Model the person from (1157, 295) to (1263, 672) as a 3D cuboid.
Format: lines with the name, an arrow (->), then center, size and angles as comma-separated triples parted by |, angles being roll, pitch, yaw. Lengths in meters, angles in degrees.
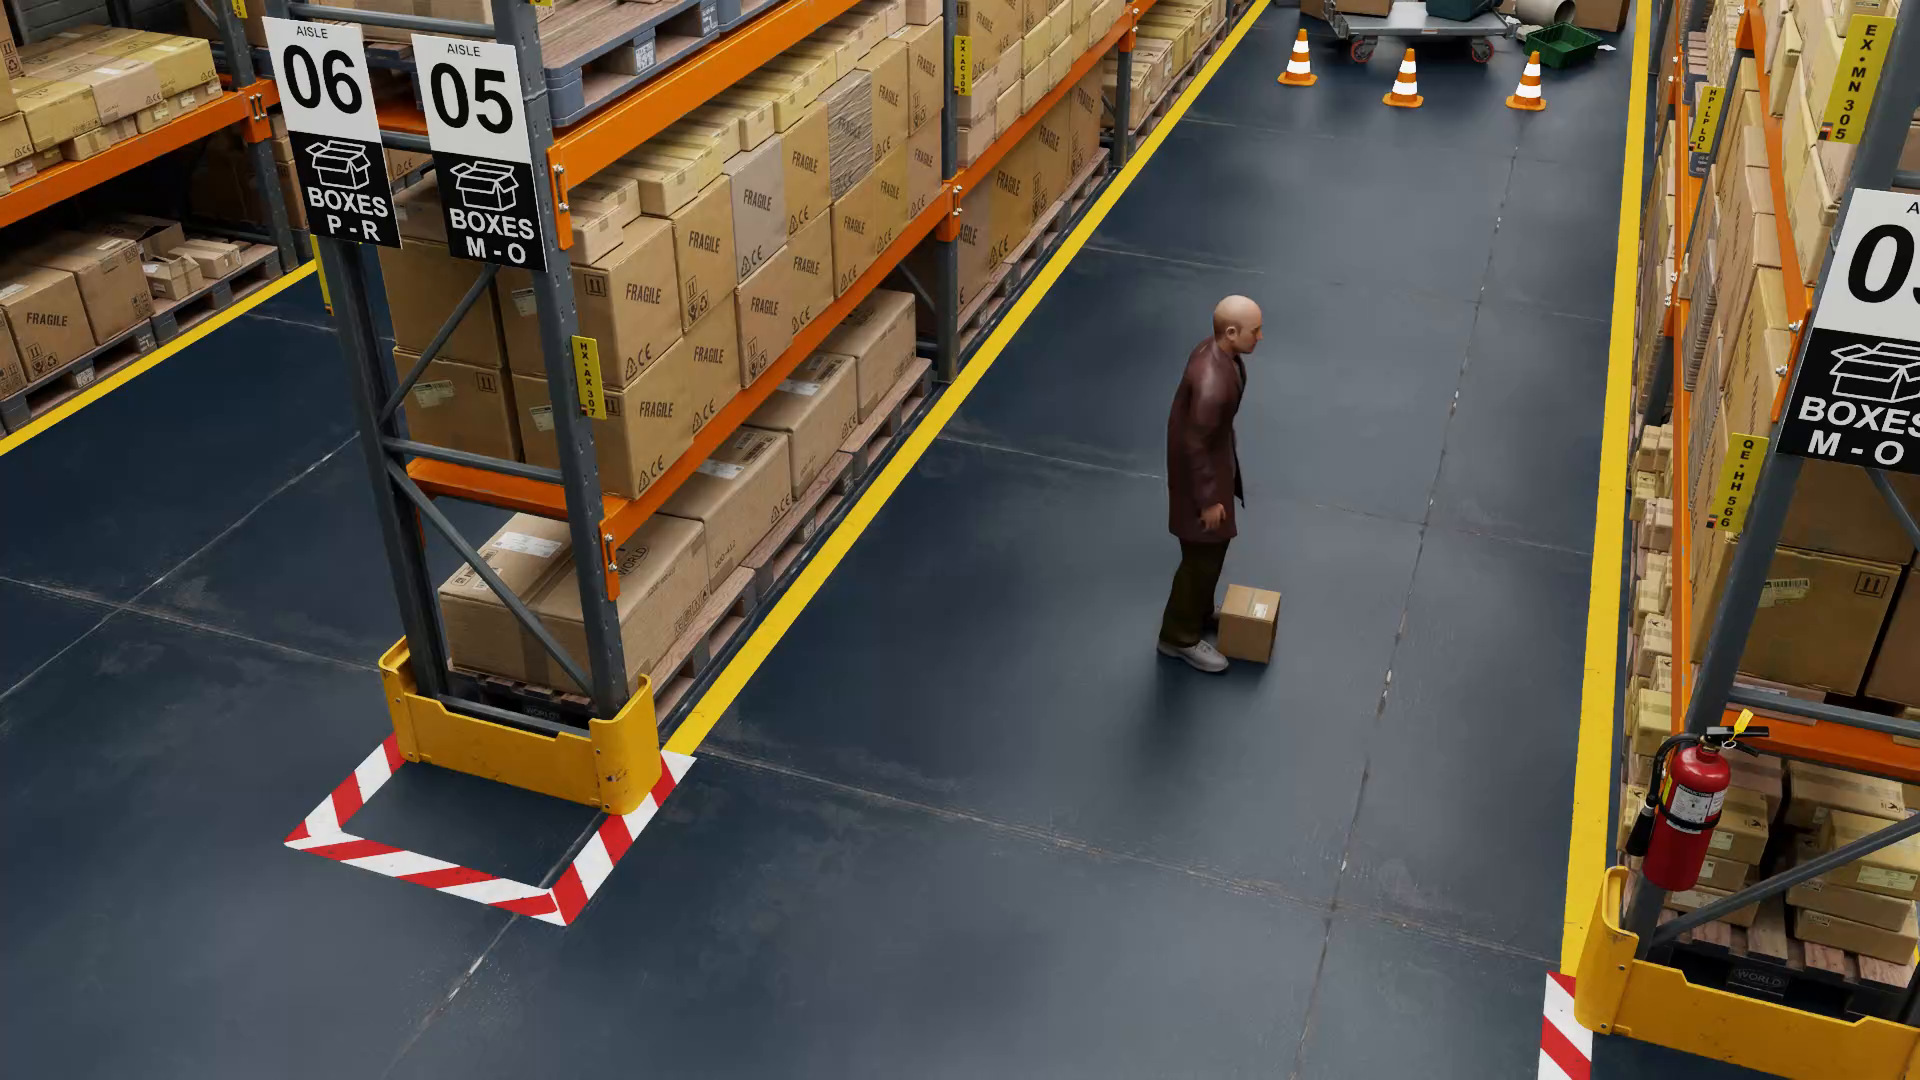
person -> 1.146, -0.292, 7.605 | 0.418, 1.774, 0.656 | 10, 34, 15
